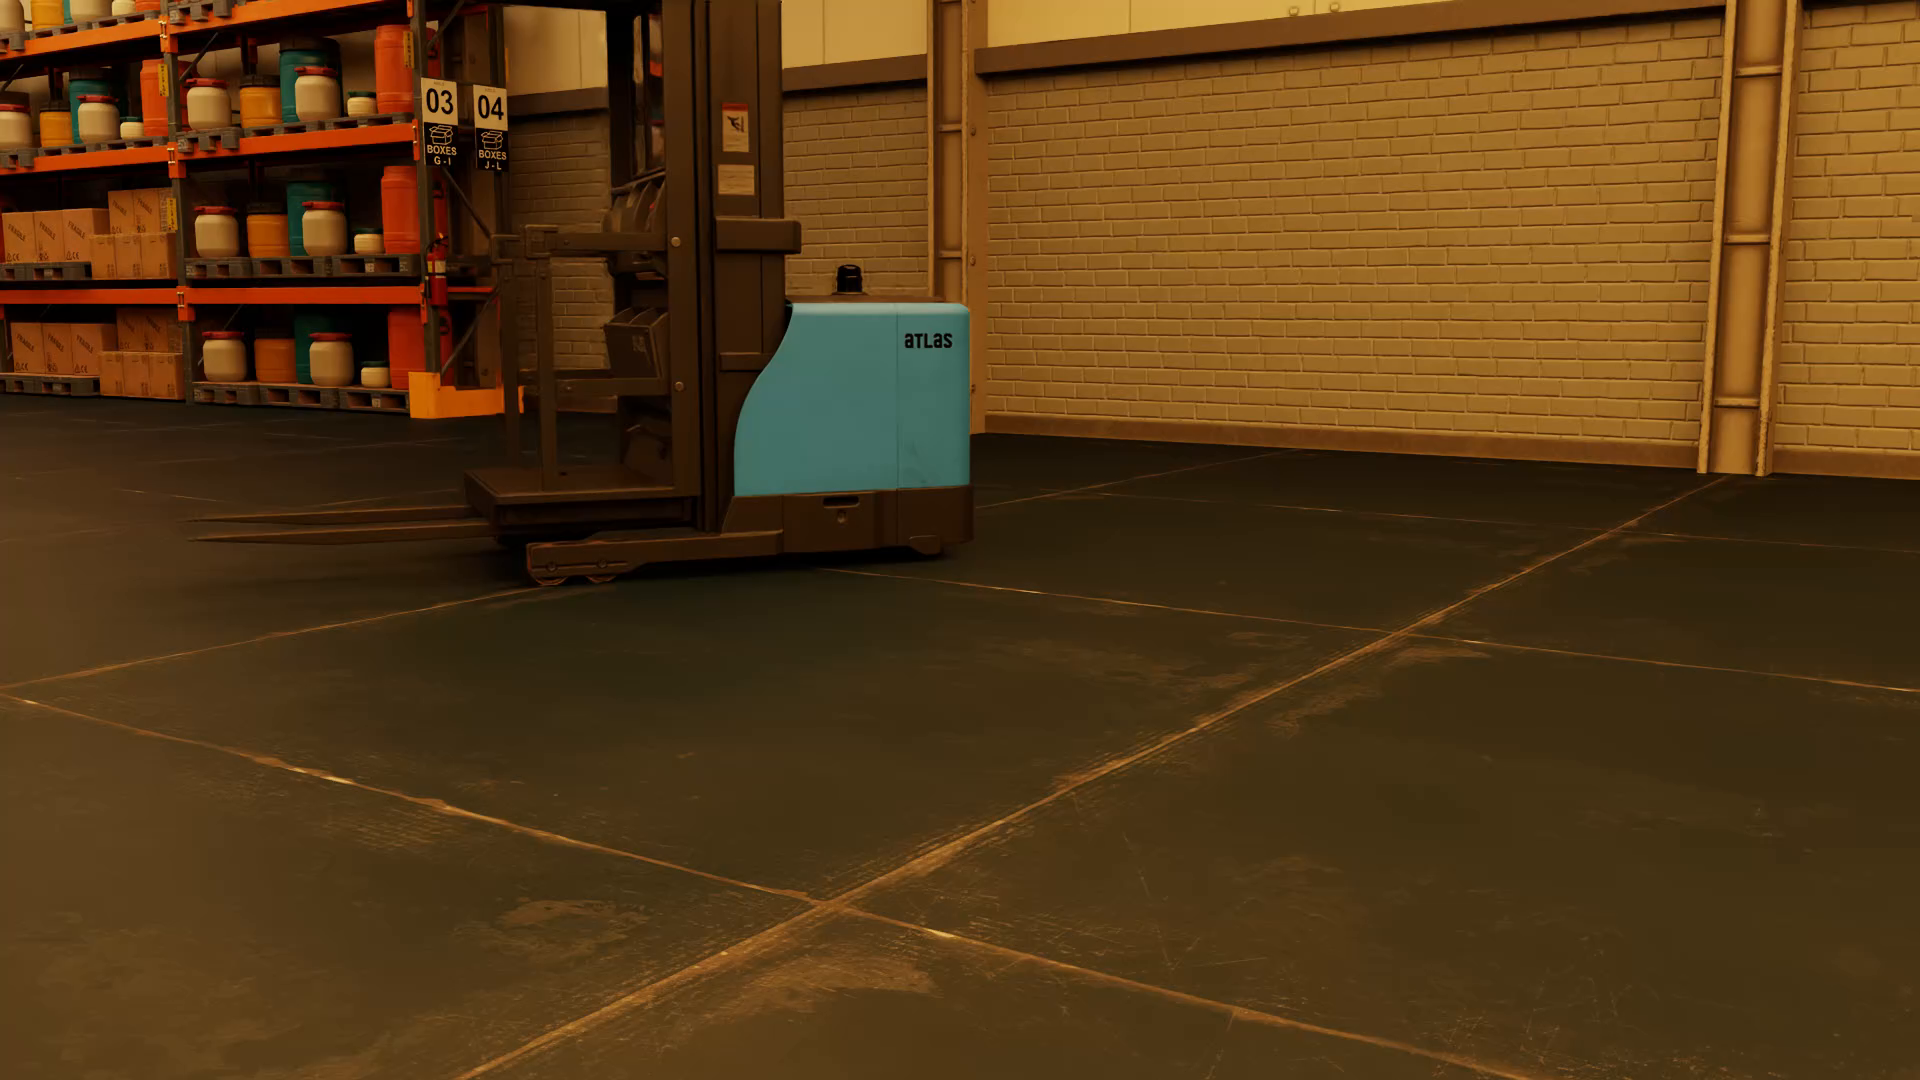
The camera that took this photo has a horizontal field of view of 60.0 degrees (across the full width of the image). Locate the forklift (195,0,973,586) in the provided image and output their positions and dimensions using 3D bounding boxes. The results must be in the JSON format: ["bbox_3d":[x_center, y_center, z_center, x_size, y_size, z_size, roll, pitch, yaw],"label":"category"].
[{"bbox_3d":[-1.510,-1.358,6.746,3.031,2.935,1.130,-3,9,-22],"label":"forklift"}]
